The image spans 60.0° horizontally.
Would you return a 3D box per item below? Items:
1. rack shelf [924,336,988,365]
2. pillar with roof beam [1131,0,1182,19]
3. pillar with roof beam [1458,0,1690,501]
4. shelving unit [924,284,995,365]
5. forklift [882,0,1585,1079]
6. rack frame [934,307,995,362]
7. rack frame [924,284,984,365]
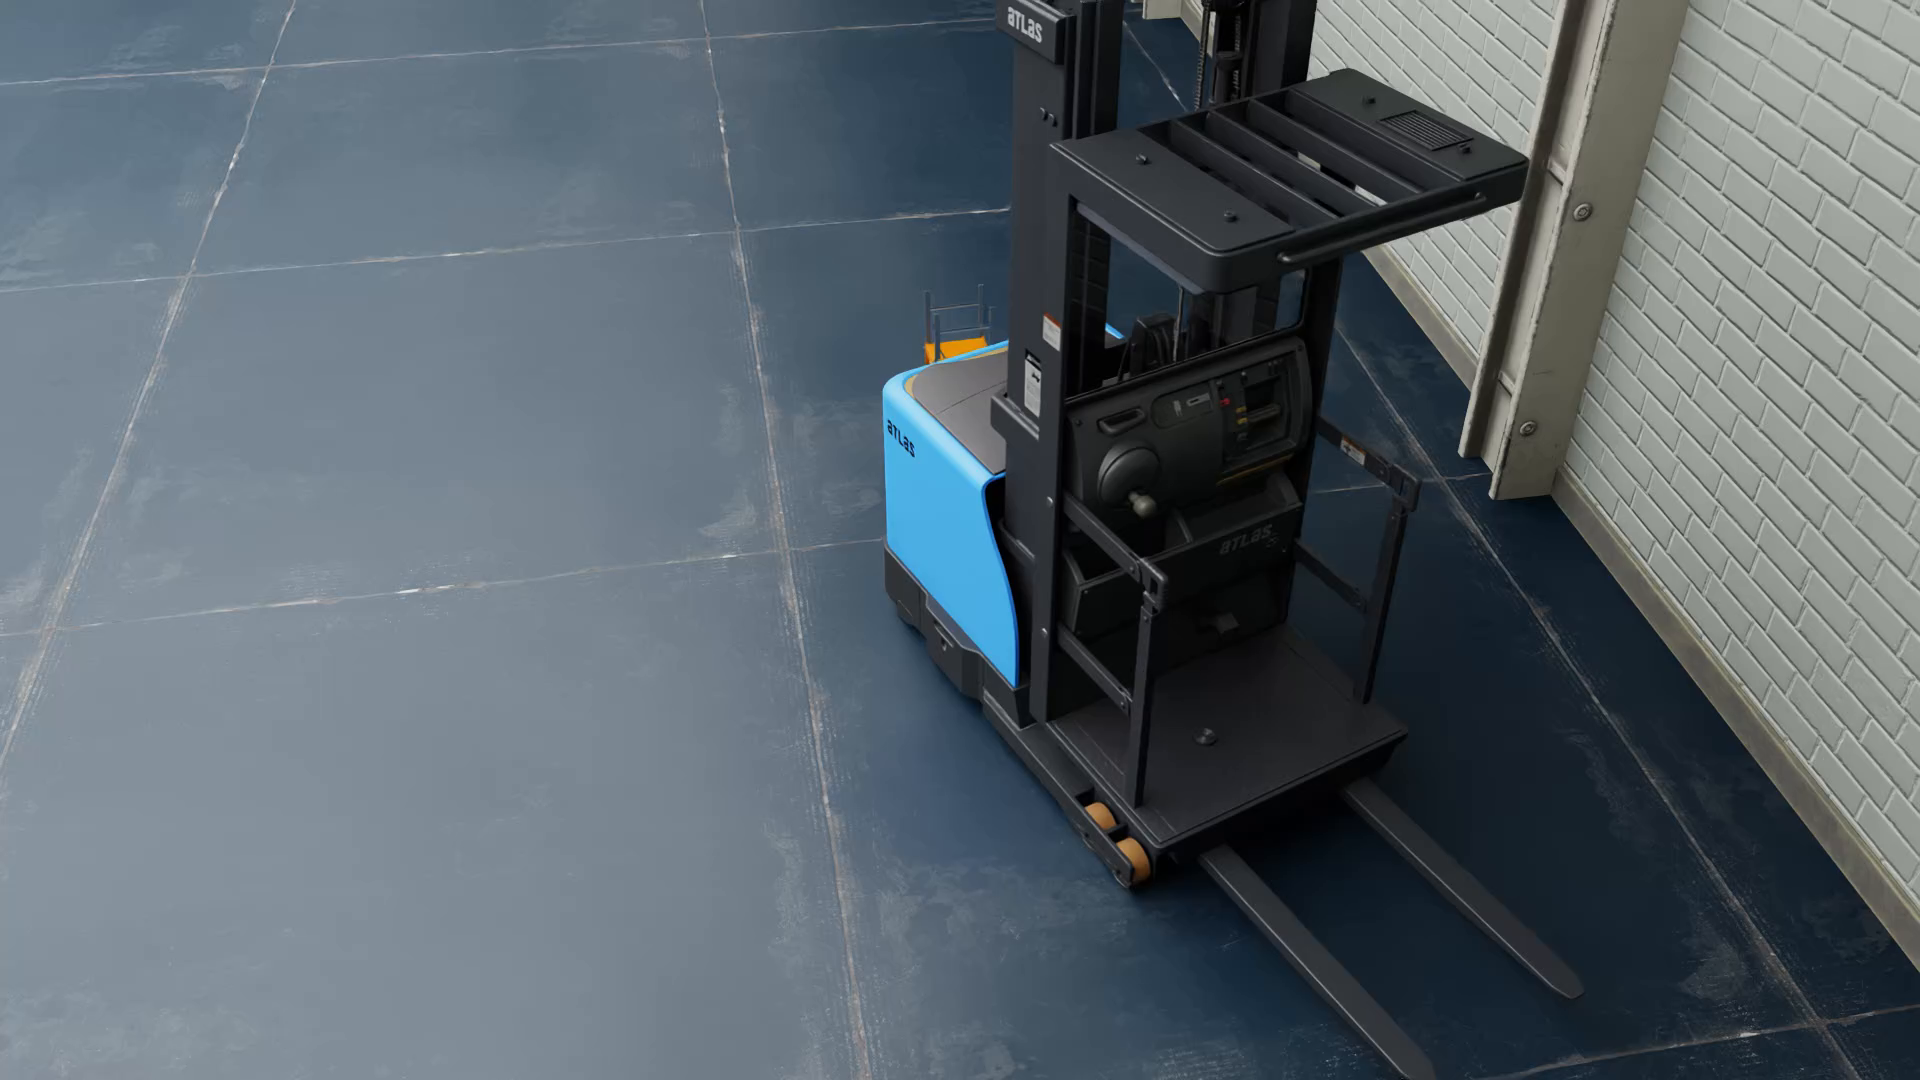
[{"bbox_3d":[-0.001,-0.718,6.682,0.258,0.103,0.180,-8,39,-10],"label":"rack shelf"},{"bbox_3d":[-2.775,-7.028,8.962,9.100,9.000,0.400,-6,38,-8],"label":"pillar with roof beam"},{"bbox_3d":[-1.723,-3.404,4.297,9.100,9.000,0.400,-6,38,-8],"label":"pillar with roof beam"},{"bbox_3d":[-0.001,-0.469,6.875,0.258,1.200,0.189,-8,39,-10],"label":"shelving unit"},{"bbox_3d":[0.869,-0.293,5.238,1.130,2.935,3.031,-20,42,-24],"label":"forklift"},{"bbox_3d":[0.020,-0.414,6.805,0.240,1.200,0.006,-8,39,-10],"label":"rack frame"},{"bbox_3d":[-0.021,-0.524,6.946,0.240,1.200,0.006,-8,39,-10],"label":"rack frame"}]
